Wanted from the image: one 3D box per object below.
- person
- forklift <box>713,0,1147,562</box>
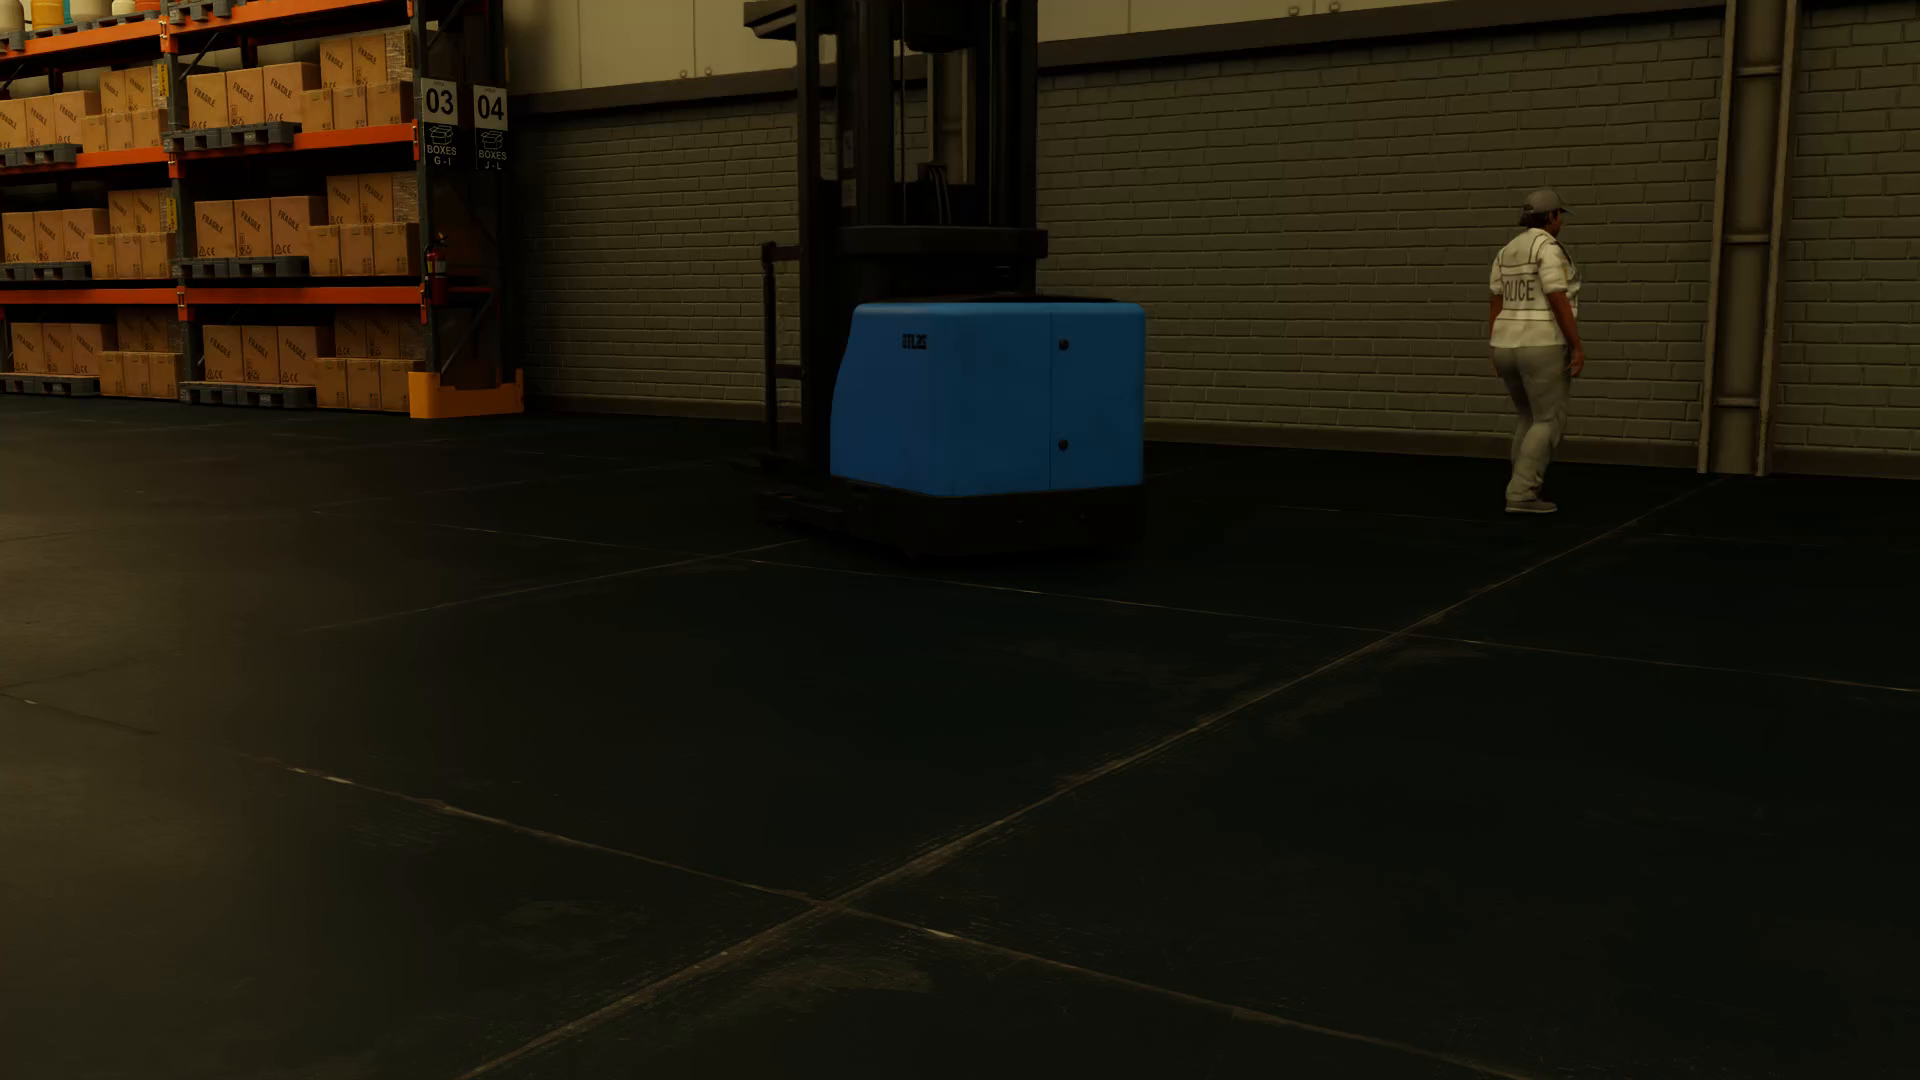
[{"bbox_3d":[3.012,-0.944,8.588,0.520,1.707,0.577,-3,8,-17],"label":"person"},{"bbox_3d":[-0.356,-1.530,7.955,1.130,2.935,3.031,-4,9,-29],"label":"forklift"}]
